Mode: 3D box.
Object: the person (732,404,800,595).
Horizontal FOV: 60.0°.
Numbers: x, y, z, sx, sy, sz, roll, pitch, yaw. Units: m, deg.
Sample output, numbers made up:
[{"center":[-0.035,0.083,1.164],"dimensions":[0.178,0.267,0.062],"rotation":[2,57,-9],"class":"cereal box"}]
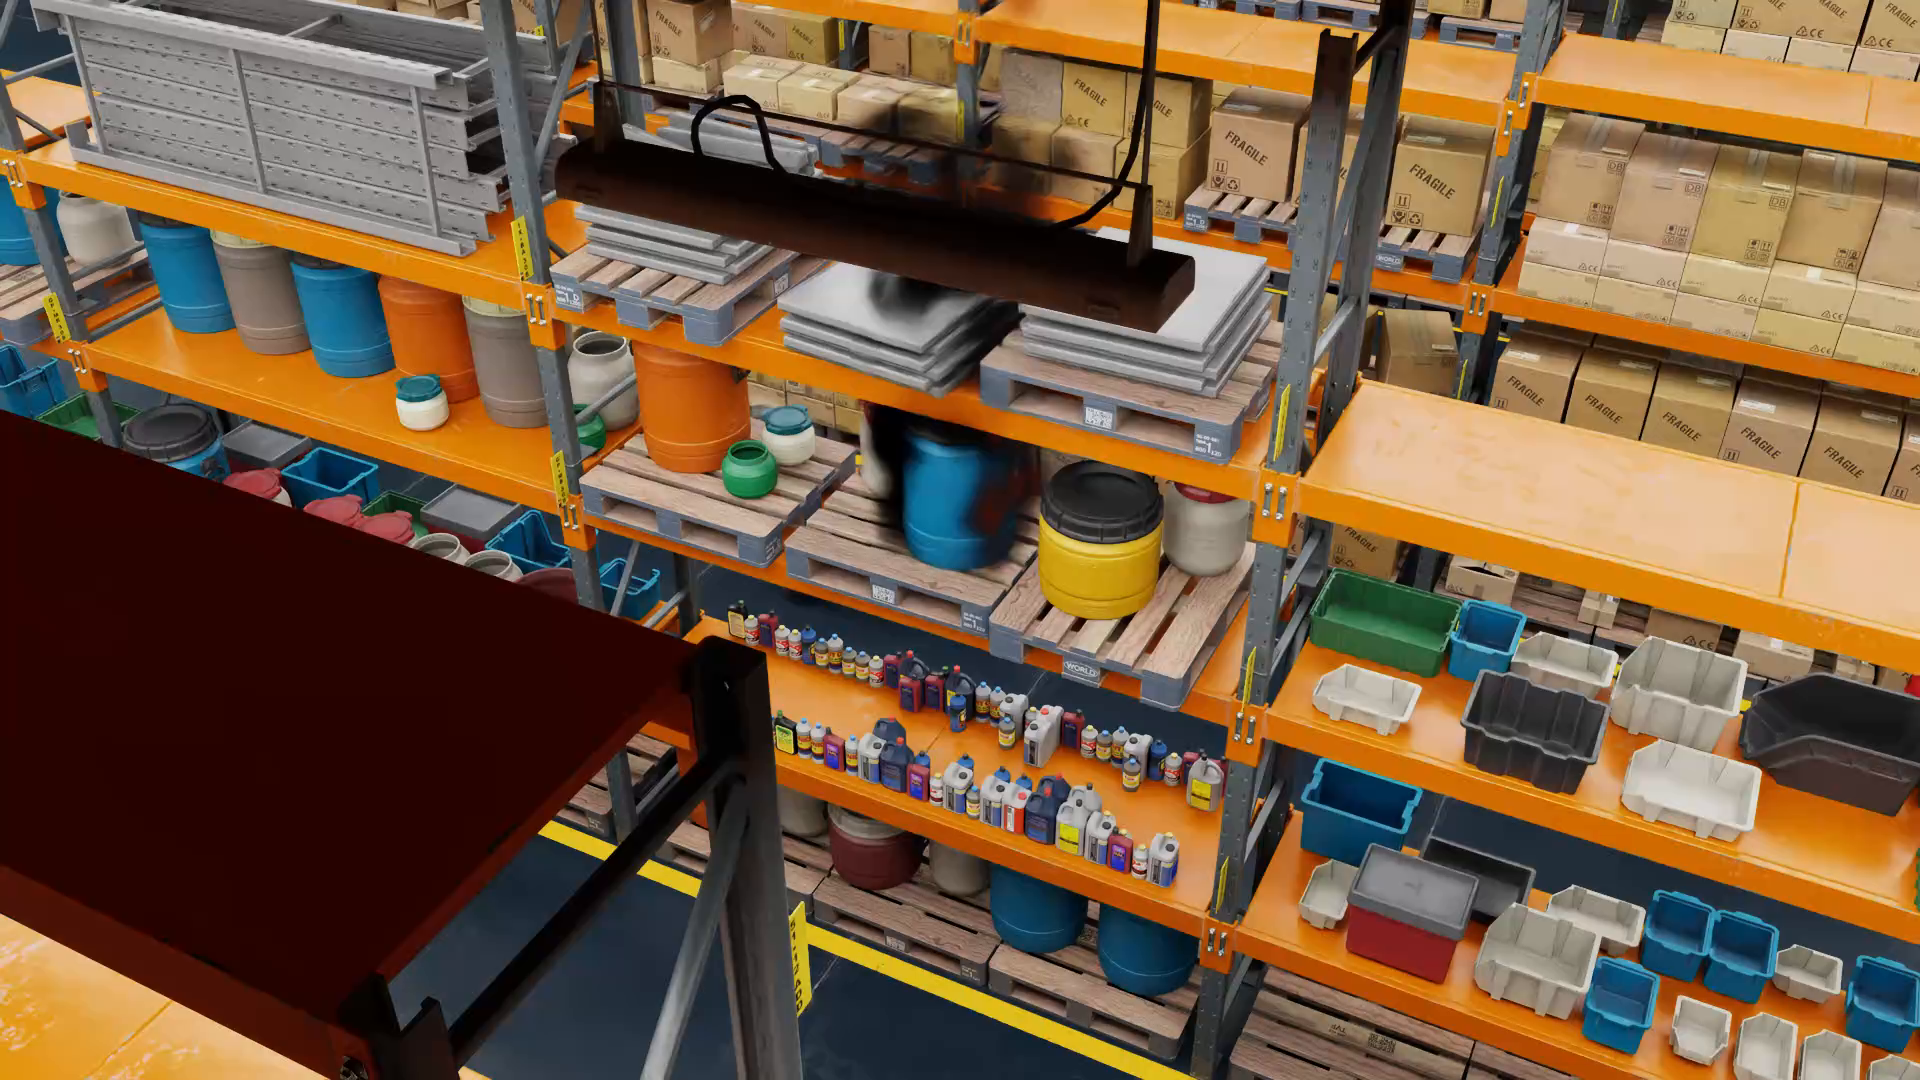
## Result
[{"center":[-1.493,-0.313,12.874],"dimensions":[0.847,1.688,0.589],"rotation":[12,37,17],"class":"person"}]
